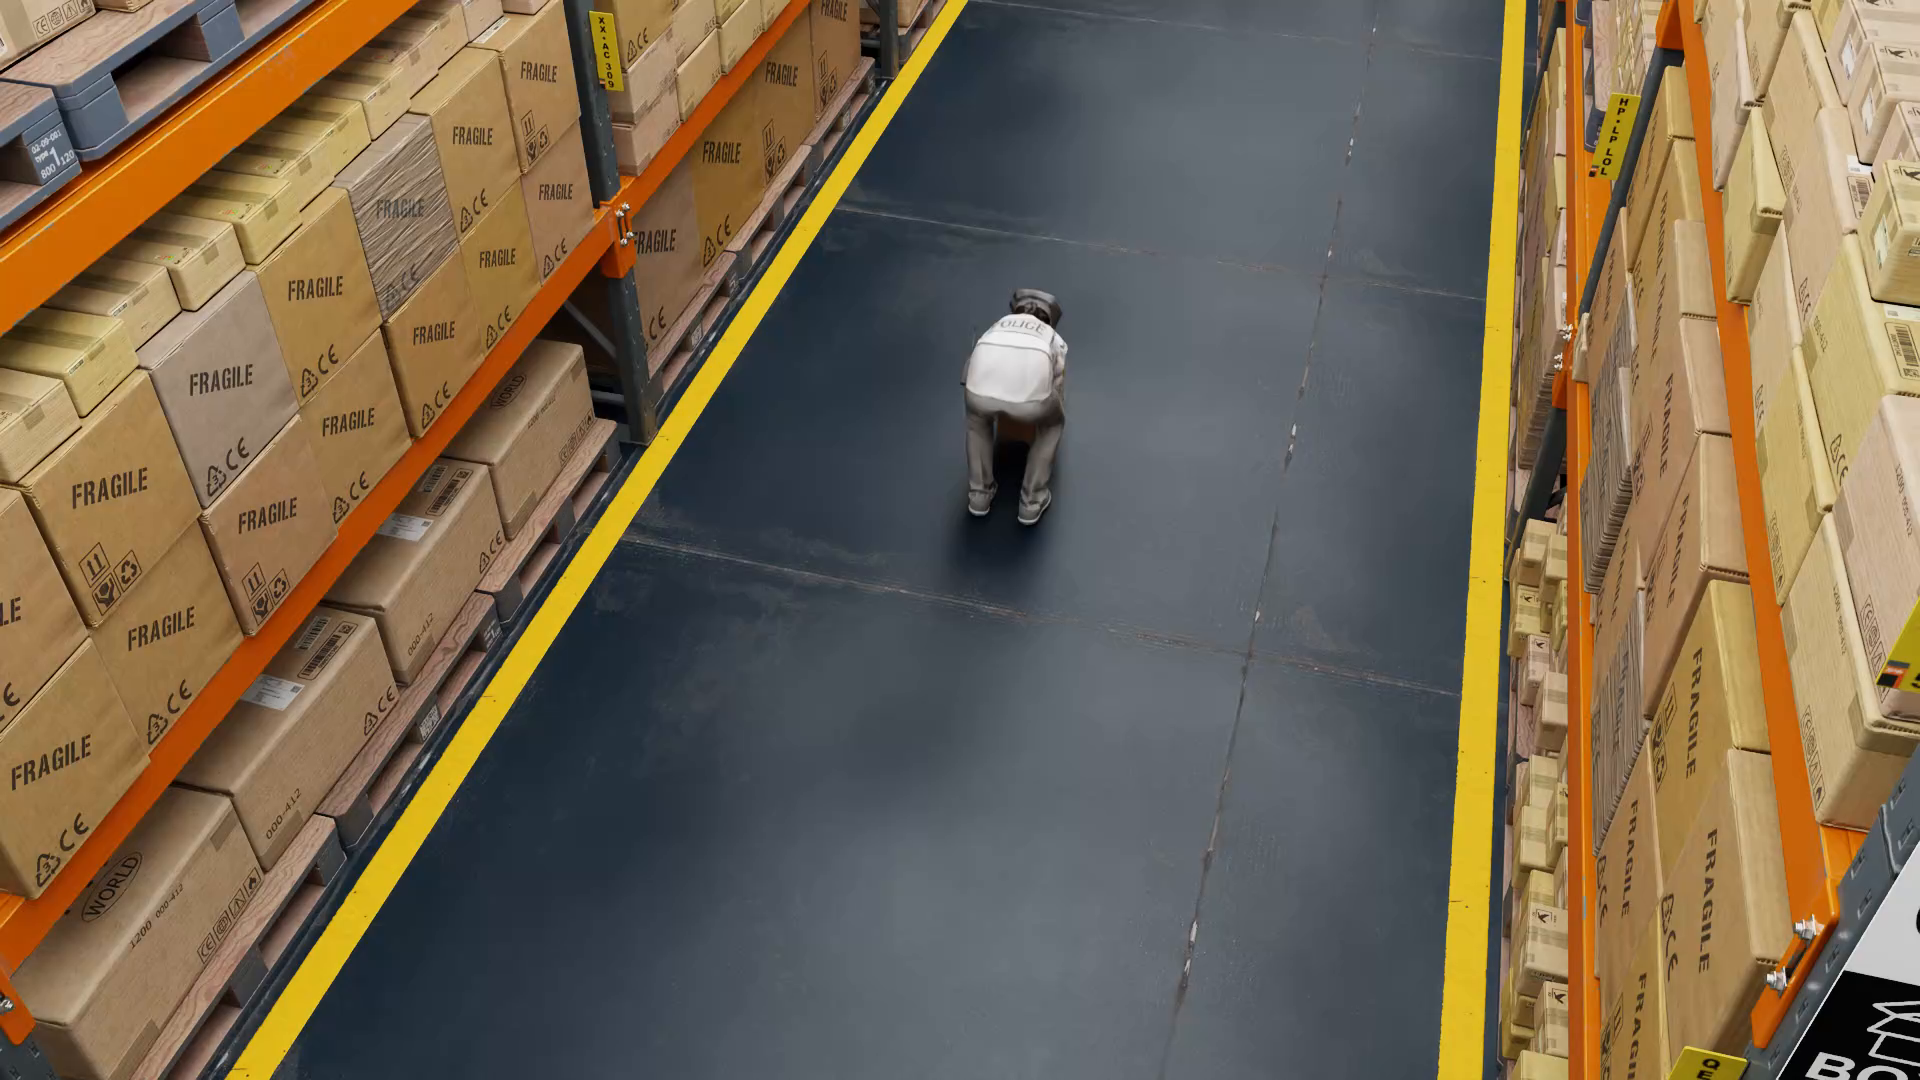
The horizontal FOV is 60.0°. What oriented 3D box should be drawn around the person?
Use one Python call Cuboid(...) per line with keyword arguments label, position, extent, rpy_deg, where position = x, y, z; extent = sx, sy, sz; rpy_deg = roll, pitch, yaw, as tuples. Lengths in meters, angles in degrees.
Cuboid(label="person", position=(0.258, -0.627, 7.418), extent=(0.452, 0.947, 0.890), rpy_deg=(8, 42, 9))
